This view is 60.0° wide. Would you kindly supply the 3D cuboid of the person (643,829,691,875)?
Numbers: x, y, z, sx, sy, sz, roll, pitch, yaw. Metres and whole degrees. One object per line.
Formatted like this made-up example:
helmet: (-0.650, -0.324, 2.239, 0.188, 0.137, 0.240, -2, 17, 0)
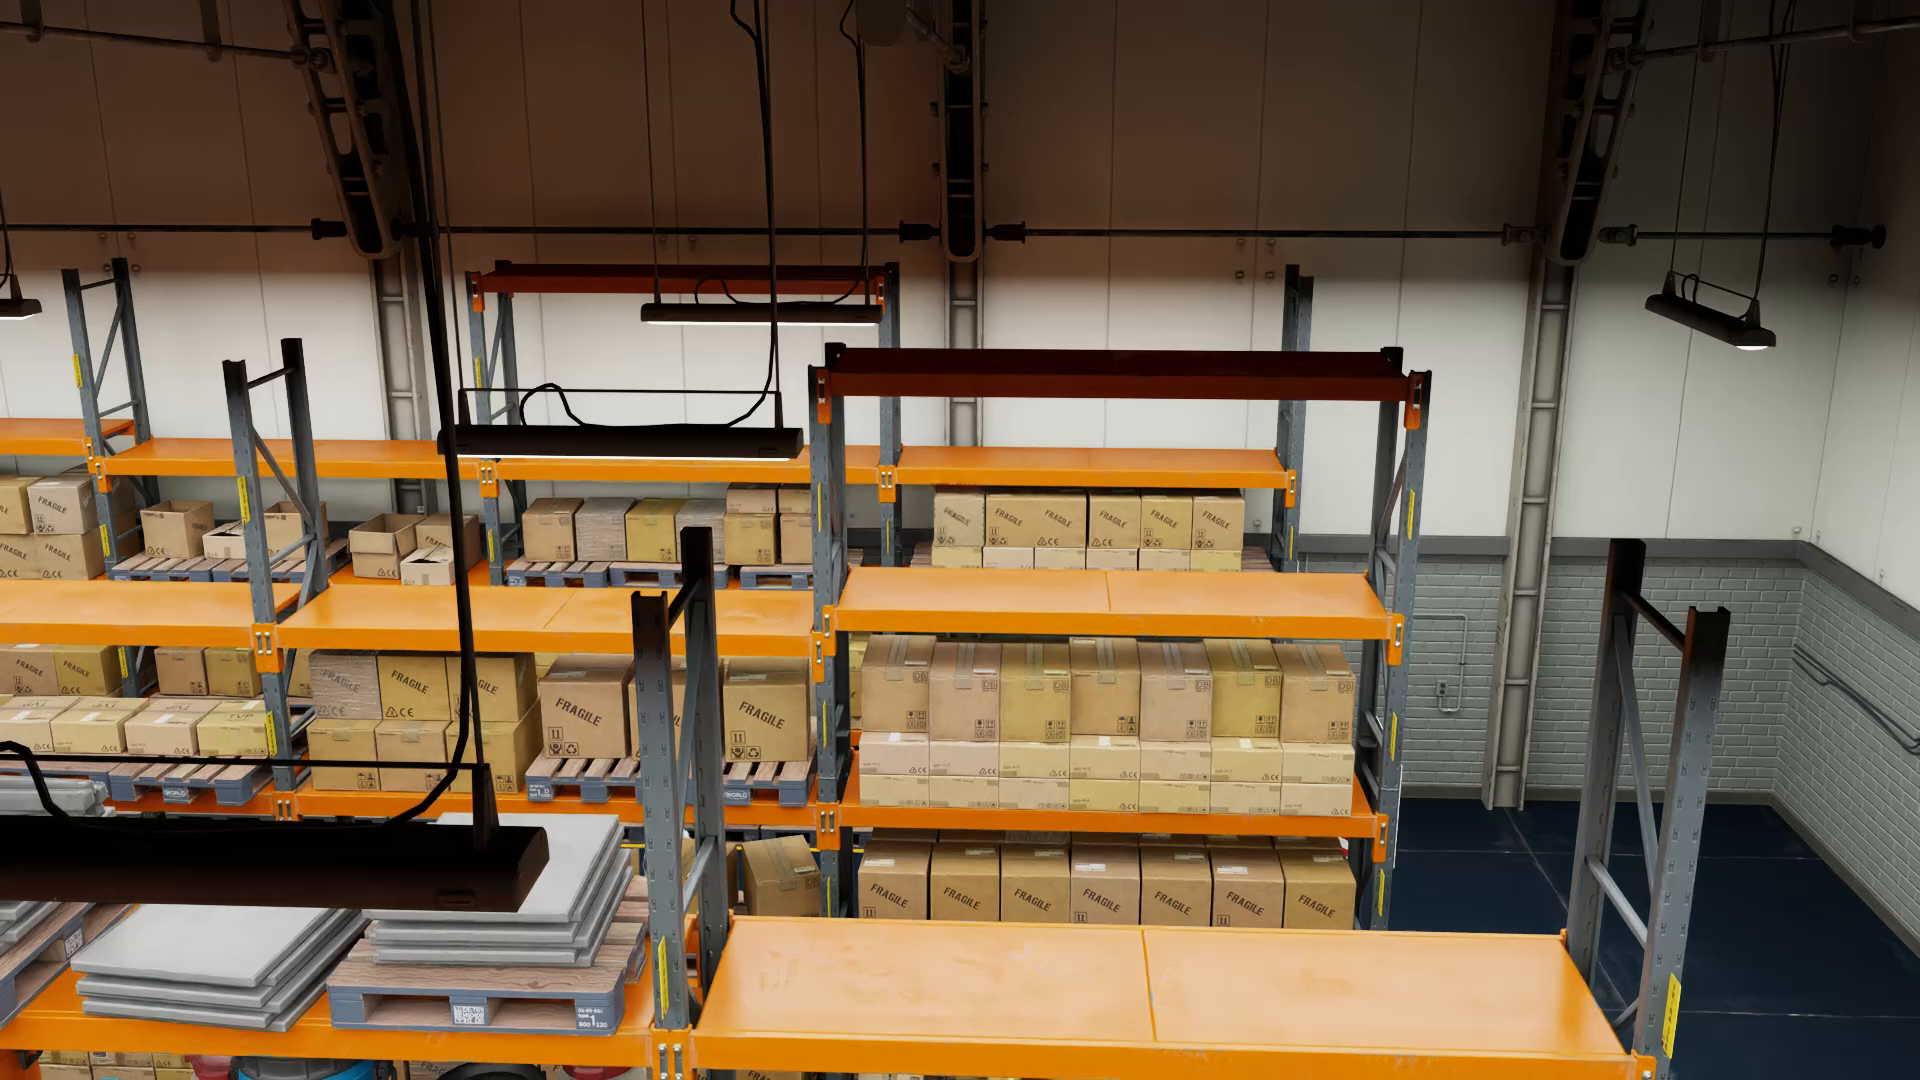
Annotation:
person: (-2.524, 3.146, 14.752, 0.798, 1.696, 0.607, 5, 17, 16)
